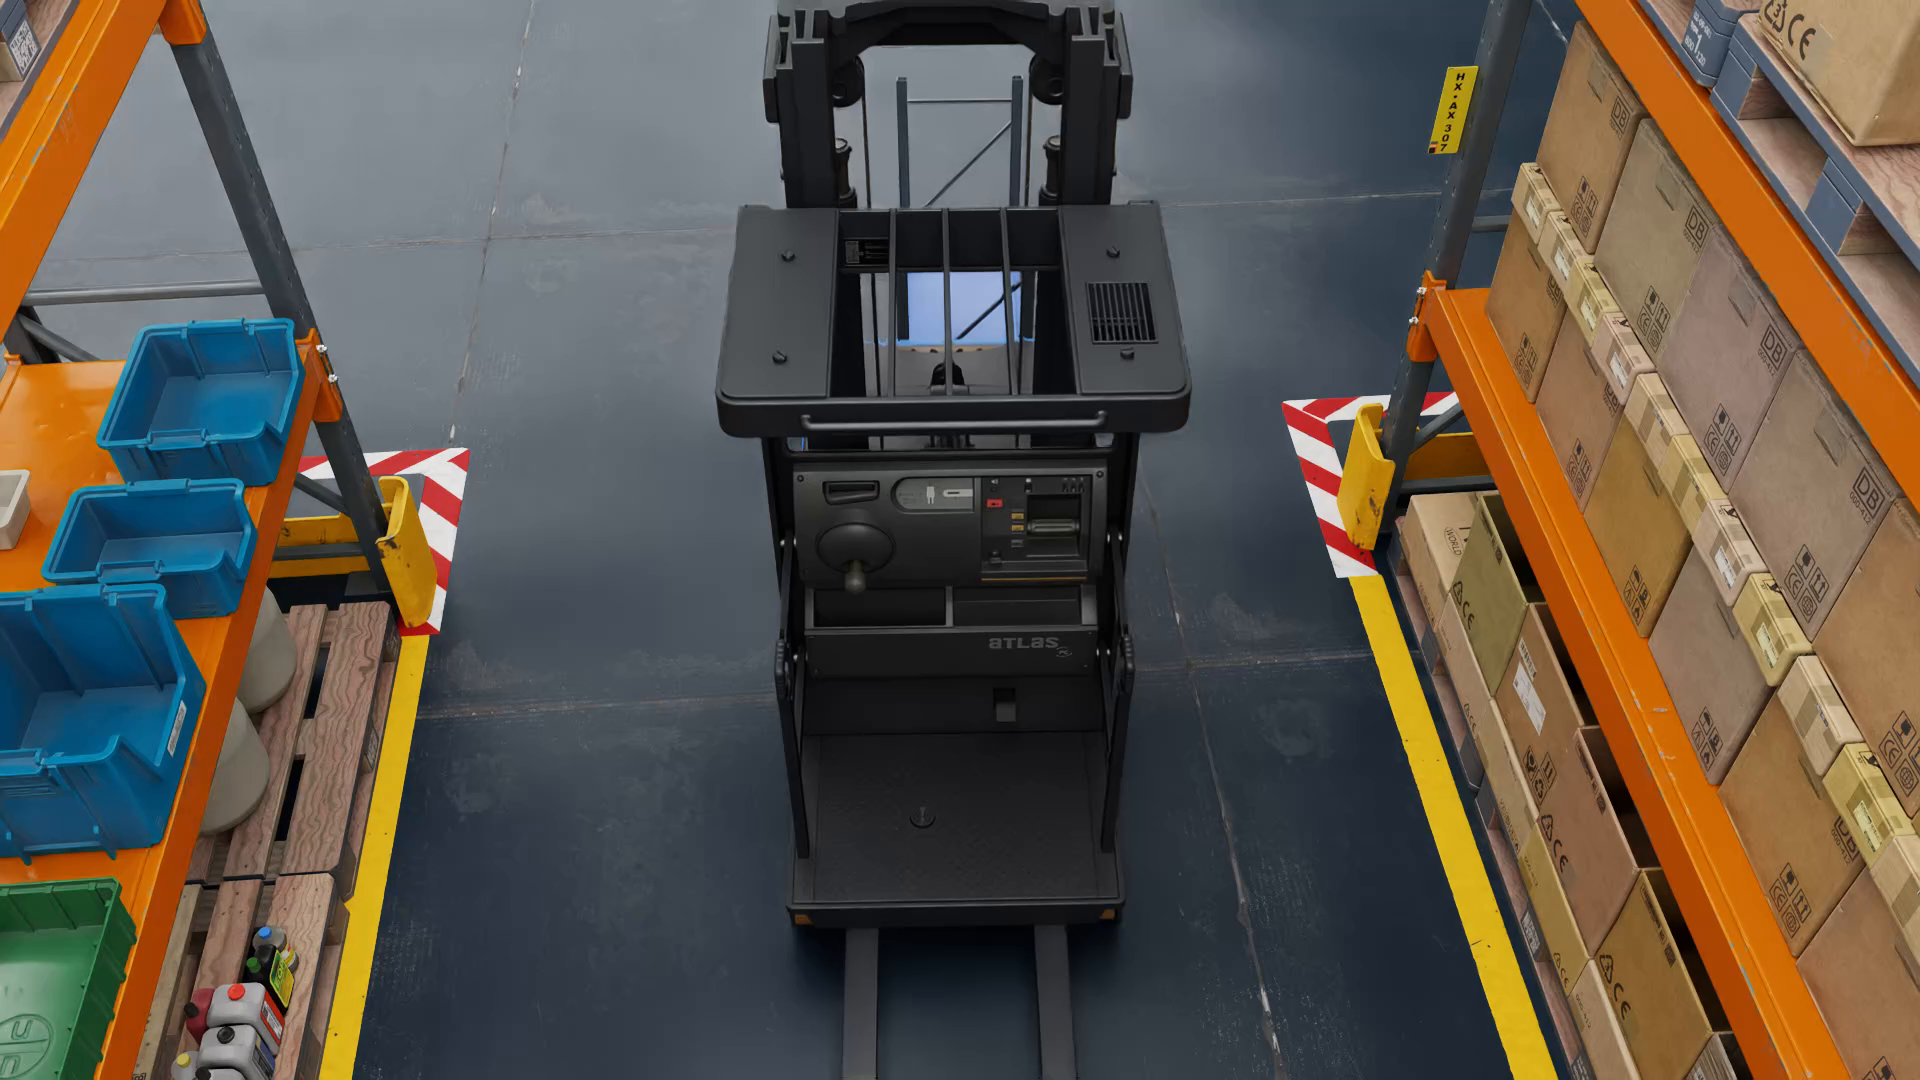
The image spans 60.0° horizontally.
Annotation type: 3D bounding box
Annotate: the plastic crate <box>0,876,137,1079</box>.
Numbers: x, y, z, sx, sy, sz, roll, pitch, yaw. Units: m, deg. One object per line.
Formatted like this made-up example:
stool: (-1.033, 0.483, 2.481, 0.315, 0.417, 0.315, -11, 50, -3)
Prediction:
plastic crate: (-2.246, 1.138, 3.889, 0.450, 0.188, 0.662, -3, 47, -3)

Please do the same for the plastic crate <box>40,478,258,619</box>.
plastic crate: (-2.359, 0.035, 4.889, 0.499, 0.251, 0.408, -3, 47, -3)

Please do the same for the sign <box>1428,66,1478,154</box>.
sign: (1.635, -1.424, 5.518, 0.100, 0.325, 0.005, -3, 47, -3)

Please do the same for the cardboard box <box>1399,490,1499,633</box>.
cardboard box: (2.011, 0.074, 6.355, 0.500, 0.250, 0.500, -3, 47, -3)

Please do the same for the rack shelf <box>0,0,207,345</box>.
rack shelf: (-2.581, -0.167, 3.408, 1.077, 0.370, 4.000, -3, 47, -3)

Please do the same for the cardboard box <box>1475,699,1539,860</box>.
cardboard box: (2.098, 0.798, 5.670, 0.500, 0.250, 0.500, -3, 47, -3)

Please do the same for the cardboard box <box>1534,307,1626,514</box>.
cardboard box: (2.263, -0.444, 5.173, 0.700, 0.500, 0.500, -2, 47, -2)

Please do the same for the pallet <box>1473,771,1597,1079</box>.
pallet: (2.393, 1.262, 5.546, 1.003, 0.211, 1.213, -3, 47, -3)

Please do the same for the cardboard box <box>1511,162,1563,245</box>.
cardboard box: (2.006, -1.089, 5.336, 0.380, 0.149, 0.250, -4, 47, -4)

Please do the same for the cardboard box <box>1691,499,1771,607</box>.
cardboard box: (2.134, 0.024, 4.283, 0.380, 0.149, 0.250, -3, 47, -3)

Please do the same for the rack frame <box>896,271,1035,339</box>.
rack frame: (0.019, -0.564, 6.388, 0.500, 1.500, 0.032, -1, 47, -1)

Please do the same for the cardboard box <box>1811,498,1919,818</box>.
cardboard box: (2.395, 0.237, 3.634, 0.700, 0.500, 0.500, -4, 47, -3)

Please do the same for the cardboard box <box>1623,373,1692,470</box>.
cardboard box: (2.094, -0.342, 4.629, 0.380, 0.149, 0.250, -5, 47, -5)

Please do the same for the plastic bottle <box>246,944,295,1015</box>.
plastic bottle: (-2.130, 1.338, 5.121, 0.061, 0.283, 0.133, -2, 47, -2)

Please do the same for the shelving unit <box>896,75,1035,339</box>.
shelving unit: (0.009, -0.933, 6.738, 0.538, 1.500, 1.048, -1, 47, -1)

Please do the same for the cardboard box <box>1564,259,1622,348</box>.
cardboard box: (2.051, -0.717, 4.984, 0.380, 0.149, 0.250, -3, 47, -3)

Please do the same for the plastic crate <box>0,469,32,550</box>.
plastic crate: (-2.994, -0.072, 5.070, 0.298, 0.136, 0.250, -3, 47, -3)

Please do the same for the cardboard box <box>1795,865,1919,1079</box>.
cardboard box: (2.429, 1.030, 3.777, 0.700, 0.500, 0.500, -4, 47, -4)

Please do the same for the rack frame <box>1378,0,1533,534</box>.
rack frame: (2.188, -1.128, 5.889, 1.000, 3.000, 0.127, -3, 47, -3)

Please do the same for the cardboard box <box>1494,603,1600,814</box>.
cardboard box: (2.110, 0.539, 5.398, 0.500, 0.500, 0.500, -3, 47, -3)

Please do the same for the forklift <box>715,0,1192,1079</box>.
forklift: (-0.022, 0.056, 4.815, 1.130, 2.935, 3.031, -1, 47, -1)

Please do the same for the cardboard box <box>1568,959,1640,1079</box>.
cardboard box: (2.178, 1.522, 4.984, 0.500, 0.250, 0.500, -3, 47, -3)

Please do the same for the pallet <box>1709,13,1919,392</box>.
pallet: (2.327, -0.731, 3.508, 1.003, 0.211, 1.213, -3, 47, -3)

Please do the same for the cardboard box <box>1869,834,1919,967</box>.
cardboard box: (2.221, 0.766, 3.579, 0.380, 0.149, 0.250, -4, 47, -3)

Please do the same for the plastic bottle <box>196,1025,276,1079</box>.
plastic bottle: (-2.152, 1.542, 4.933, 0.152, 0.276, 0.135, -5, 47, -4)

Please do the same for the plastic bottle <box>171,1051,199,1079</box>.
plastic bottle: (-2.275, 1.589, 4.940, 0.097, 0.201, 0.097, 0, 47, 0)

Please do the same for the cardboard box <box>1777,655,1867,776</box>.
cardboard box: (2.182, 0.406, 3.920, 0.380, 0.149, 0.250, -2, 47, -2)

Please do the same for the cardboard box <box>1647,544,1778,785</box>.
cardboard box: (2.347, 0.296, 4.471, 0.700, 0.500, 0.500, -2, 47, -2)

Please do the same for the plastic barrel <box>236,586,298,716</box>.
plastic barrel: (-2.617, 0.353, 5.911, 0.421, 0.512, 0.421, 0, 47, 0)

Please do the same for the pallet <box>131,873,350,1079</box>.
pallet: (-2.533, 1.650, 5.179, 1.003, 0.211, 1.213, -3, 47, -3)

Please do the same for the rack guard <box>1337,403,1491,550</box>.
rack guard: (2.186, -0.286, 6.813, 1.175, 0.500, 0.348, -3, 47, -3)

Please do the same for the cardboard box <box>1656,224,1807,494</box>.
cardboard box: (2.311, -0.487, 4.319, 0.700, 0.500, 0.500, -3, 47, -3)

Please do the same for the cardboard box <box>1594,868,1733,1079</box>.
cardboard box: (2.191, 1.263, 4.713, 0.500, 0.500, 0.500, -3, 47, -3)

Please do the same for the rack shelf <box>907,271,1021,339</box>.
rack shelf: (0.009, -0.810, 6.868, 0.538, 0.185, 1.000, -1, 47, -1)

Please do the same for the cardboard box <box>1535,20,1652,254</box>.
cardboard box: (2.219, -1.232, 5.025, 0.700, 0.500, 0.500, -3, 47, -3)
